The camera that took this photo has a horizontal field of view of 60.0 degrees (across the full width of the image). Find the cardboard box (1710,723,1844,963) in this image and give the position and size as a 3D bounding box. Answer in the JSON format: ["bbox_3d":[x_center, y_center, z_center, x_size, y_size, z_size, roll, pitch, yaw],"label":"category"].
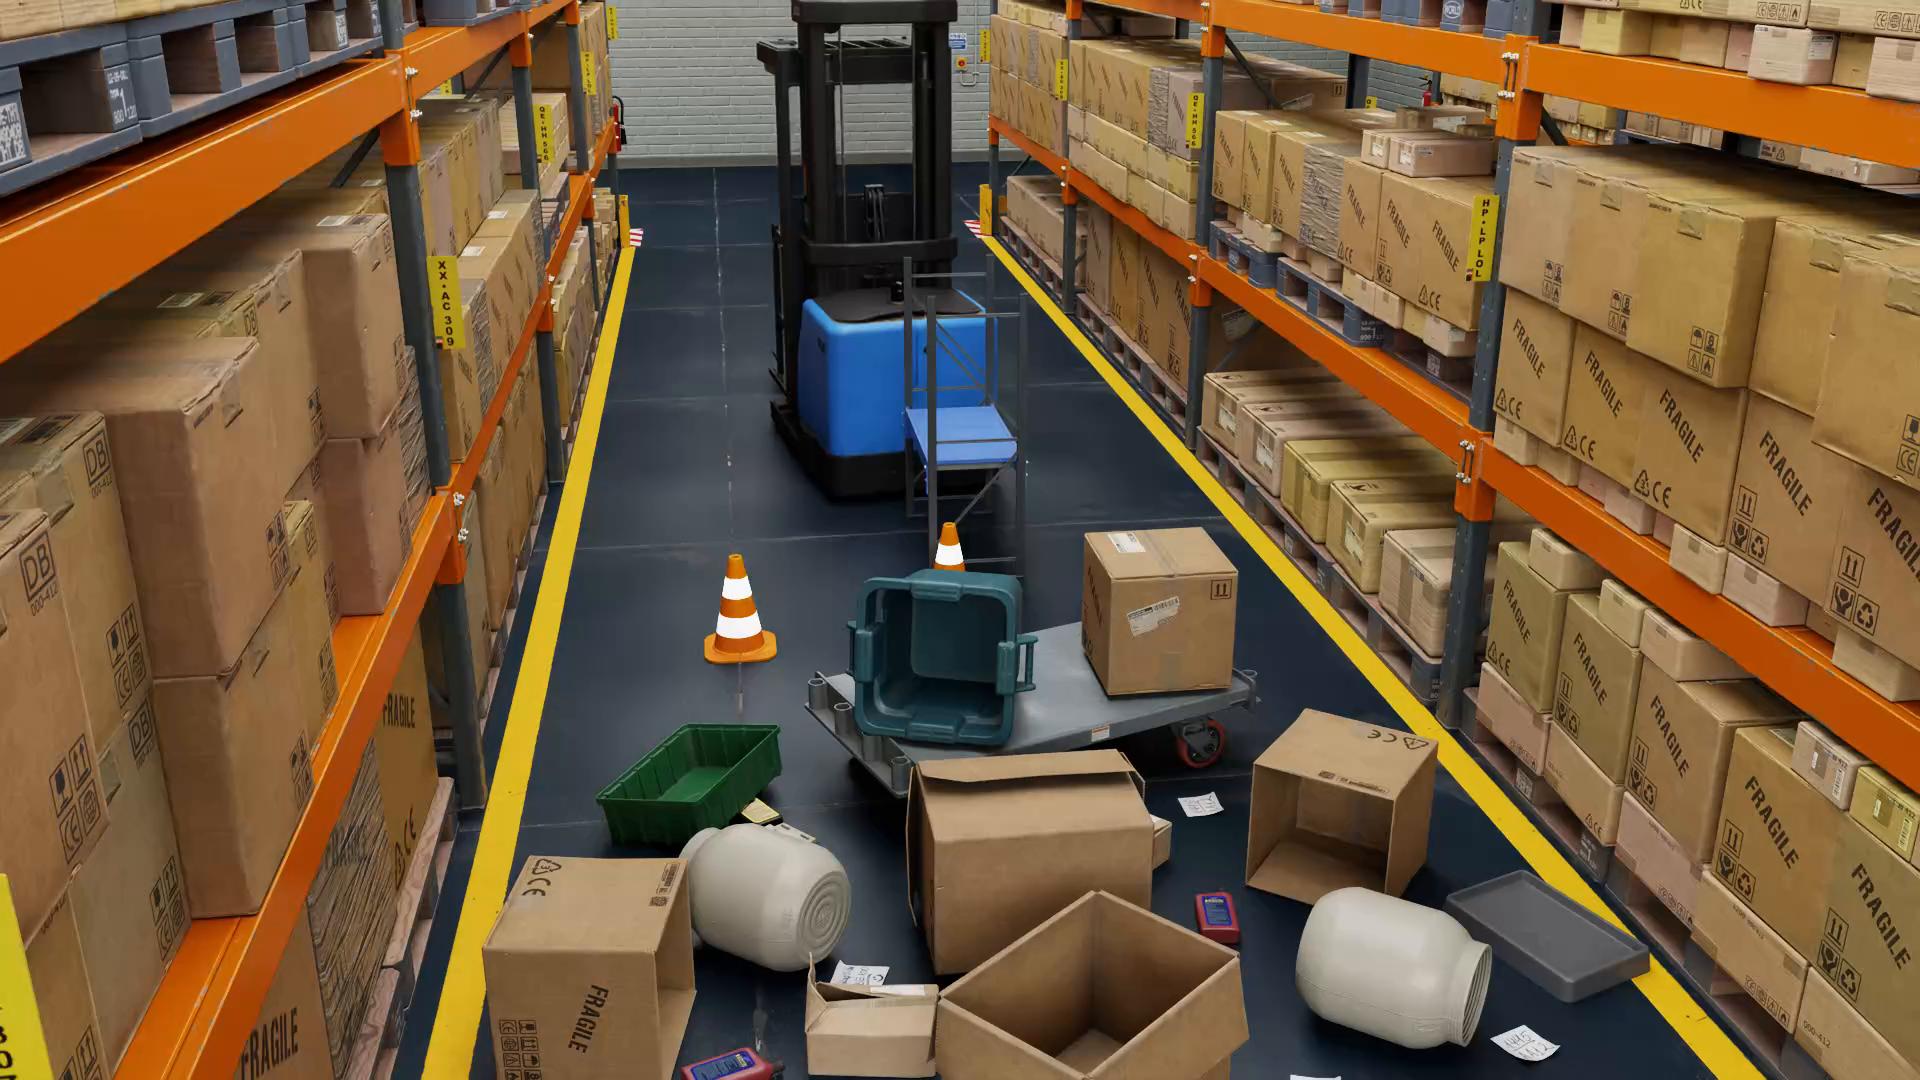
[{"bbox_3d":[2.605,0.866,4.868,0.500,0.500,0.500,-3,21,-9],"label":"cardboard box"}]

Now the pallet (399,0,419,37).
[{"bbox_3d":[-2.518,-1.985,6.230,0.805,0.209,1.217,-4,21,-10],"label":"pallet"}]

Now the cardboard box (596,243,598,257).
[{"bbox_3d":[-3.475,-2.622,14.999,0.380,0.149,0.250,-2,21,-5],"label":"cardboard box"}]

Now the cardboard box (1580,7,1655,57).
[{"bbox_3d":[2.329,-1.713,5.586,0.380,0.149,0.250,-3,21,-8],"label":"cardboard box"}]

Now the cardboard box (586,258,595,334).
[{"bbox_3d":[-3.135,-1.906,13.006,0.500,0.500,0.500,-3,21,-9],"label":"cardboard box"}]

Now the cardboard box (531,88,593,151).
[{"bbox_3d":[-3.313,-3.495,13.718,0.500,0.500,0.500,-3,21,-9],"label":"cardboard box"}]

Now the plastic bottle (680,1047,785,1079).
[{"bbox_3d":[-0.670,1.574,4.915,0.283,0.061,0.133,-11,23,-26],"label":"plastic bottle"}]

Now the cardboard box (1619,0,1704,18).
[{"bbox_3d":[2.422,-1.769,5.168,0.500,0.250,0.500,-3,21,-8],"label":"cardboard box"}]

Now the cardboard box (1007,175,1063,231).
[{"bbox_3d":[1.011,-3.567,17.541,0.875,0.438,0.875,-4,21,-10],"label":"cardboard box"}]

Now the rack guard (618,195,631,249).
[{"bbox_3d":[-4.056,-3.312,17.369,1.175,0.500,0.348,-3,21,-8],"label":"rack guard"}]

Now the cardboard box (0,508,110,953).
[{"bbox_3d":[-1.776,0.324,2.304,0.875,0.550,0.550,-3,21,-8],"label":"cardboard box"}]

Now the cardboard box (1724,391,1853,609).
[{"bbox_3d":[2.581,-0.138,4.730,0.500,0.500,0.500,-3,21,-7],"label":"cardboard box"}]

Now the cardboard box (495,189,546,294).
[{"bbox_3d":[-2.583,-1.644,9.187,0.500,0.500,0.500,-3,21,-8],"label":"cardboard box"}]

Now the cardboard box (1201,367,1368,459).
[{"bbox_3d":[2.041,-0.794,10.209,0.950,0.372,0.625,-4,21,-11],"label":"cardboard box"}]

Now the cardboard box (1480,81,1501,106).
[{"bbox_3d":[5.676,-4.594,17.018,0.500,0.250,0.500,-3,21,-9],"label":"cardboard box"}]

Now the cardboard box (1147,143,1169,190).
[{"bbox_3d":[1.571,-2.520,11.176,0.500,0.250,0.500,-3,21,-9],"label":"cardboard box"}]

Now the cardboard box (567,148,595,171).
[{"bbox_3d":[-3.208,-3.121,13.645,0.380,0.149,0.250,-2,21,-6],"label":"cardboard box"}]

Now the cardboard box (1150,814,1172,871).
[{"bbox_3d":[0.540,1.032,6.073,0.396,0.266,0.258,17,27,39],"label":"cardboard box"}]

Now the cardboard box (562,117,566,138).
[{"bbox_3d":[-3.199,-3.124,12.626,0.380,0.149,0.250,-3,21,-7],"label":"cardboard box"}]

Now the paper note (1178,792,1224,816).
[{"bbox_3d":[0.935,1.021,6.438,0.148,0.019,0.142,-3,21,-8],"label":"paper note"}]

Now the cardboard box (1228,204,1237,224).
[{"bbox_3d":[1.833,-1.981,9.992,0.380,0.149,0.250,-4,21,-11],"label":"cardboard box"}]

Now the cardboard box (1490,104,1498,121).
[{"bbox_3d":[5.640,-4.352,16.939,0.380,0.149,0.250,-4,21,-9],"label":"cardboard box"}]

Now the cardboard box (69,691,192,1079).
[{"bbox_3d":[-1.960,0.645,2.988,0.875,0.550,0.550,-3,21,-8],"label":"cardboard box"}]

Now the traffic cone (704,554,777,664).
[{"bbox_3d":[-1.036,0.294,7.769,0.336,0.463,0.334,-3,21,-8],"label":"traffic cone"}]

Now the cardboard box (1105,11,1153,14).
[{"bbox_3d":[1.498,-4.614,14.783,0.380,0.149,0.250,-3,21,-8],"label":"cardboard box"}]

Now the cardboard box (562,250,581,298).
[{"bbox_3d":[-2.982,-1.895,11.904,0.500,0.250,0.500,-4,21,-10],"label":"cardboard box"}]

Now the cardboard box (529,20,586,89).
[{"bbox_3d":[-3.315,-3.947,13.501,0.500,0.500,0.500,-2,21,-6],"label":"cardboard box"}]

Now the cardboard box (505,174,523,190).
[{"bbox_3d":[-2.785,-2.135,9.979,0.380,0.149,0.250,-2,21,-5],"label":"cardboard box"}]

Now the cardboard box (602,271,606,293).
[{"bbox_3d":[-3.263,-2.220,14.347,0.380,0.149,0.250,-2,21,-6],"label":"cardboard box"}]

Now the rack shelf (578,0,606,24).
[{"bbox_3d":[-3.779,-4.885,14.749,1.077,0.370,4.000,-3,21,-8],"label":"rack shelf"}]

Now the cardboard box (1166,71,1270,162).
[{"bbox_3d":[1.636,-2.705,10.600,0.500,0.500,0.500,-3,21,-9],"label":"cardboard box"}]

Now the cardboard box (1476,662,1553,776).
[{"bbox_3d":[2.364,0.670,6.464,0.500,0.250,0.500,-4,21,-10],"label":"cardboard box"}]

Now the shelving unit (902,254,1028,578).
[{"bbox_3d":[0.012,-0.673,8.875,0.538,1.500,1.048,-3,21,-8],"label":"shelving unit"}]

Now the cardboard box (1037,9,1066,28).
[{"bbox_3d":[0.912,-4.764,15.186,0.380,0.149,0.250,-3,21,-9],"label":"cardboard box"}]

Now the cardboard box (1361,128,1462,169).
[{"bbox_3d":[2.081,-1.806,7.669,0.380,0.149,0.250,-4,21,-10],"label":"cardboard box"}]

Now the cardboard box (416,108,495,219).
[{"bbox_3d":[-2.785,-1.924,8.507,0.700,0.500,0.500,-3,21,-9],"label":"cardboard box"}]

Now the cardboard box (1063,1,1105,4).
[{"bbox_3d":[1.247,-5.327,16.693,0.380,0.149,0.250,-3,21,-8],"label":"cardboard box"}]

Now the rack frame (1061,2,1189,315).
[{"bbox_3d":[1.393,-3.409,14.056,1.000,3.000,0.127,-3,21,-8],"label":"rack frame"}]

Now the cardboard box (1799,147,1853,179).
[{"bbox_3d":[6.409,-2.751,11.909,0.500,0.250,0.500,-4,21,-10],"label":"cardboard box"}]

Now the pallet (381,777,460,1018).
[{"bbox_3d":[-2.305,1.219,5.650,1.003,0.211,1.213,-3,21,-8],"label":"pallet"}]

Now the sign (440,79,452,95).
[{"bbox_3d":[-4.026,-3.500,13.062,0.100,0.325,0.005,-3,21,-8],"label":"sign"}]

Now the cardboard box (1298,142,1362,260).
[{"bbox_3d":[2.035,-1.702,8.318,0.500,0.500,0.500,-4,21,-10],"label":"cardboard box"}]

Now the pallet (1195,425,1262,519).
[{"bbox_3d":[2.081,-0.447,10.111,1.003,0.211,1.213,-3,21,-8],"label":"pallet"}]

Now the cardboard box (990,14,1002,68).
[{"bbox_3d":[0.604,-5.128,17.088,0.500,0.500,0.500,-3,21,-9],"label":"cardboard box"}]

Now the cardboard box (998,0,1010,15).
[{"bbox_3d":[0.594,-5.476,17.092,0.380,0.149,0.250,-2,21,-7],"label":"cardboard box"}]

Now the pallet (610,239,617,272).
[{"bbox_3d":[-3.974,-2.893,16.662,1.003,0.211,1.213,-3,21,-8],"label":"pallet"}]

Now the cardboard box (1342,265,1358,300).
[{"bbox_3d":[2.066,-1.236,7.998,0.380,0.149,0.250,-3,21,-8],"label":"cardboard box"}]

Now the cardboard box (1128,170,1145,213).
[{"bbox_3d":[1.494,-2.467,11.748,0.500,0.250,0.500,-3,21,-8],"label":"cardboard box"}]

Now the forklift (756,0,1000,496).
[{"bbox_3d":[-0.657,-2.114,10.687,1.130,2.935,3.031,-6,21,-15],"label":"forklift"}]

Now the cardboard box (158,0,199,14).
[{"bbox_3d":[-1.675,-1.072,3.129,0.380,0.149,0.250,-3,21,-8],"label":"cardboard box"}]

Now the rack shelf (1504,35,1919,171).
[{"bbox_3d":[2.835,-1.015,4.387,1.077,0.370,4.000,-3,21,-8],"label":"rack shelf"}]

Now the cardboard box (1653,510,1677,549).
[{"bbox_3d":[2.501,-0.043,5.402,0.380,0.149,0.250,-3,21,-8],"label":"cardboard box"}]

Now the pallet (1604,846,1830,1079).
[{"bbox_3d":[2.857,1.321,5.377,1.003,0.211,1.213,-3,21,-8],"label":"pallet"}]

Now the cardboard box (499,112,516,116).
[{"bbox_3d":[-3.052,-2.902,11.606,0.380,0.149,0.250,-4,21,-10],"label":"cardboard box"}]

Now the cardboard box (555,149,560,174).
[{"bbox_3d":[-3.084,-2.717,11.961,0.380,0.149,0.250,-4,21,-10],"label":"cardboard box"}]

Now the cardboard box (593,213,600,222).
[{"bbox_3d":[-3.535,-2.936,15.415,0.380,0.149,0.250,-3,21,-7],"label":"cardboard box"}]
